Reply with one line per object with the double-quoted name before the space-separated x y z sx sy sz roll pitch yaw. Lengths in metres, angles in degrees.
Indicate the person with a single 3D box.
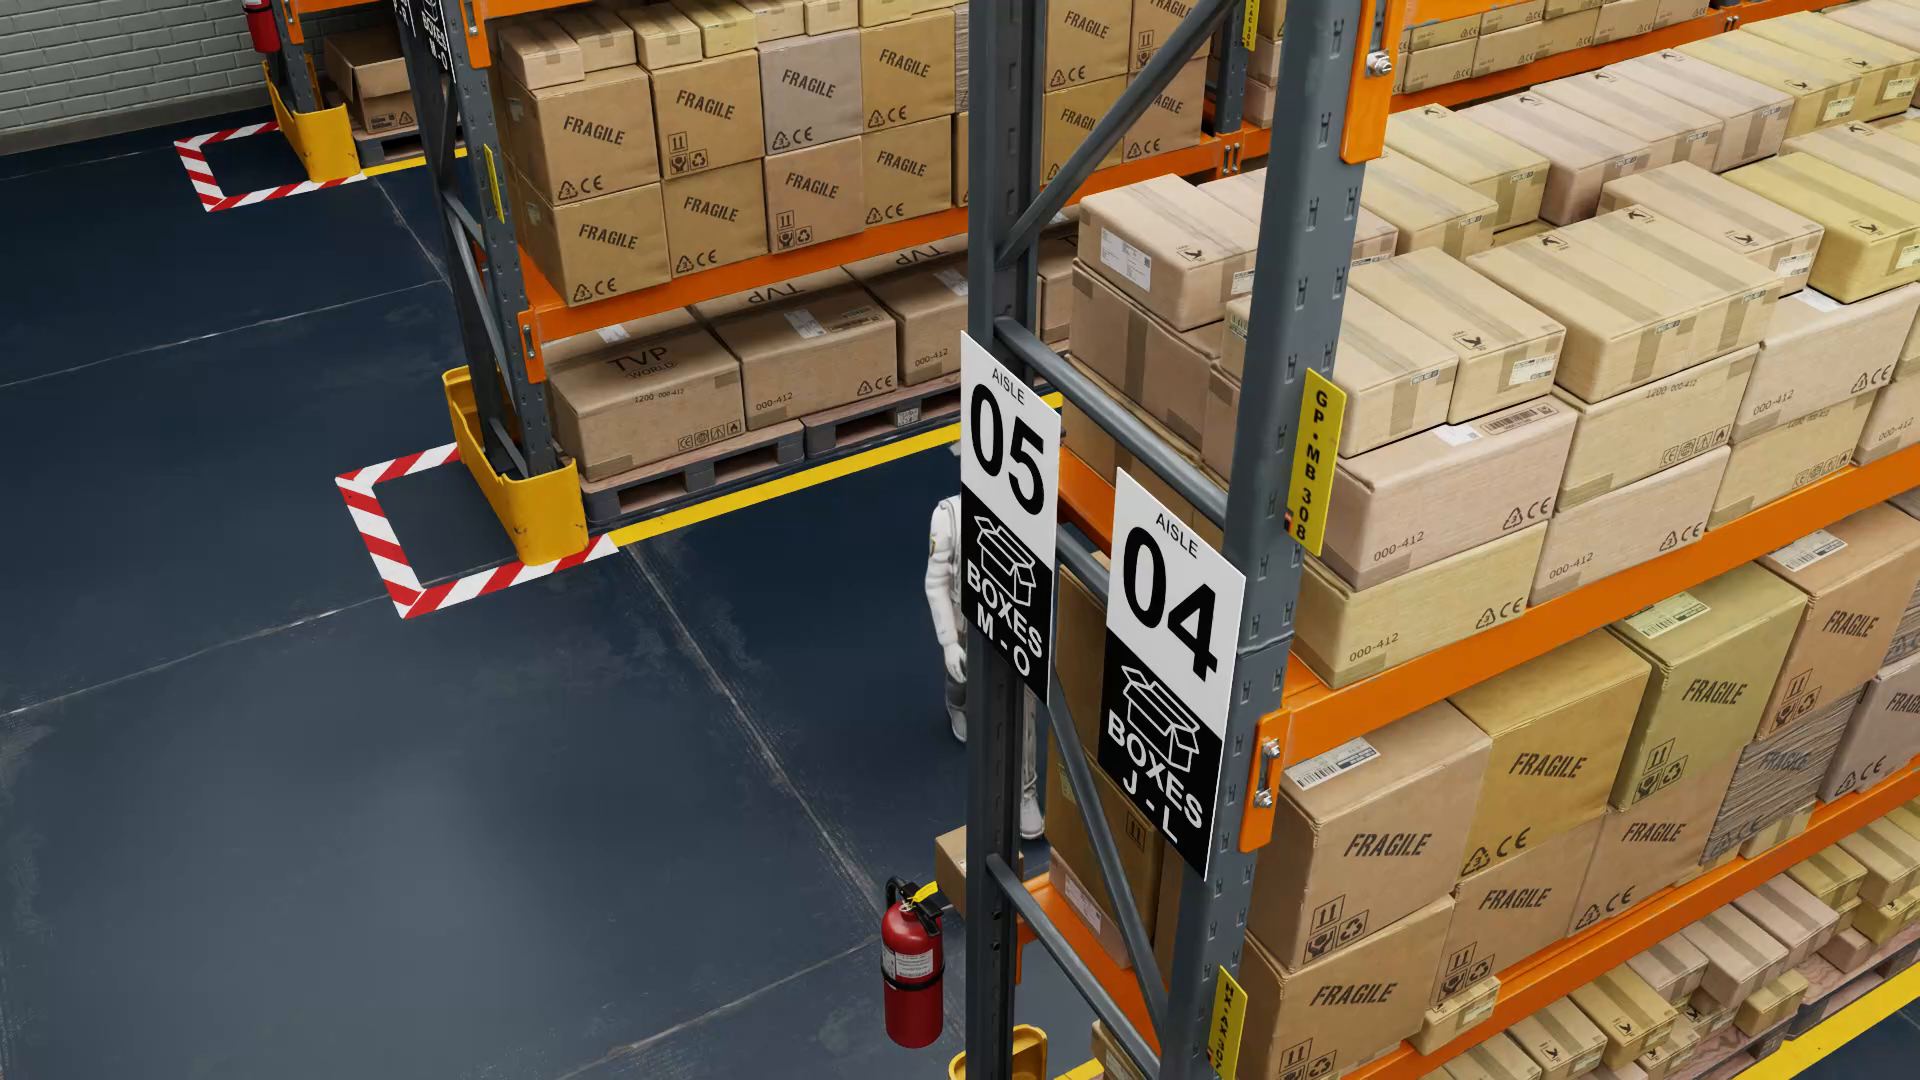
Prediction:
"person" 0.112 0.332 6.479 0.491 1.641 0.877 -4 37 -5
